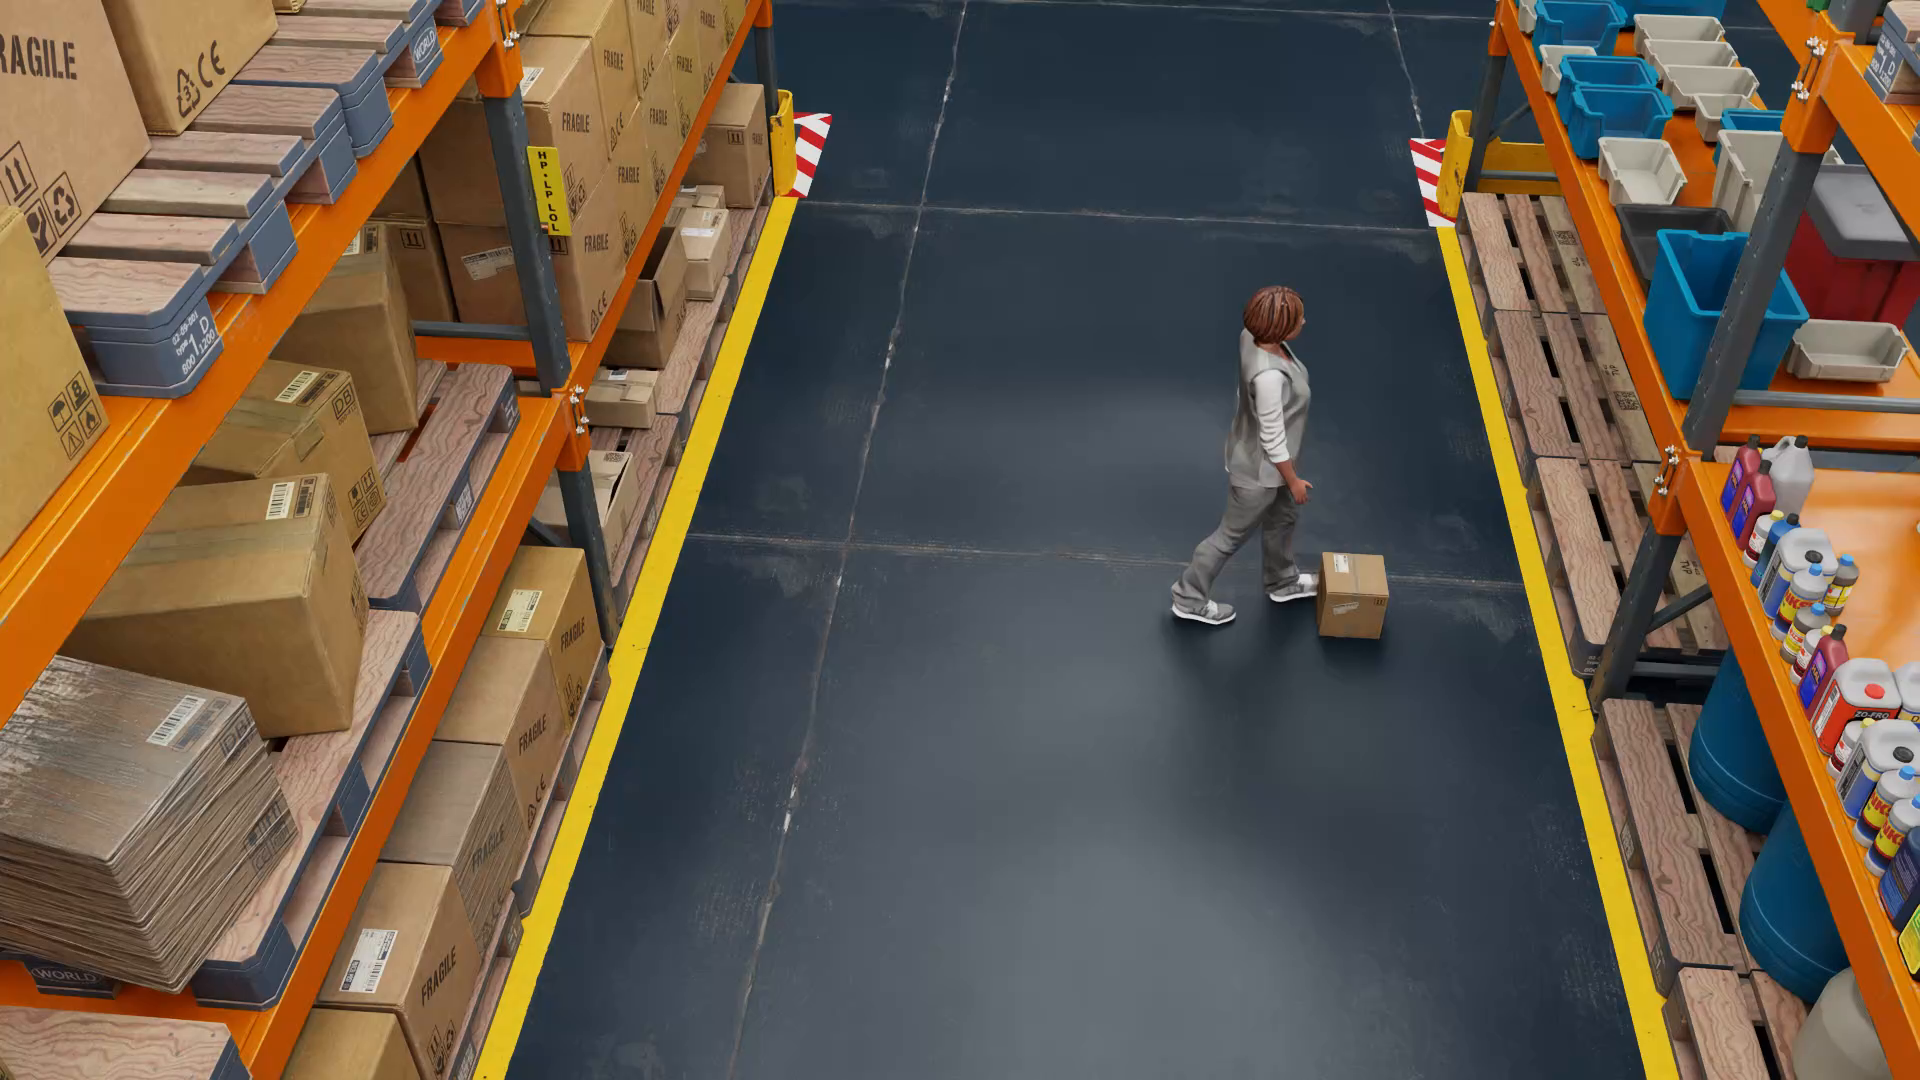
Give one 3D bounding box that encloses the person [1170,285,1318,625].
[{"bbox_3d":[1.228,-0.306,6.530,0.690,1.582,0.419,4,41,4],"label":"person"}]
